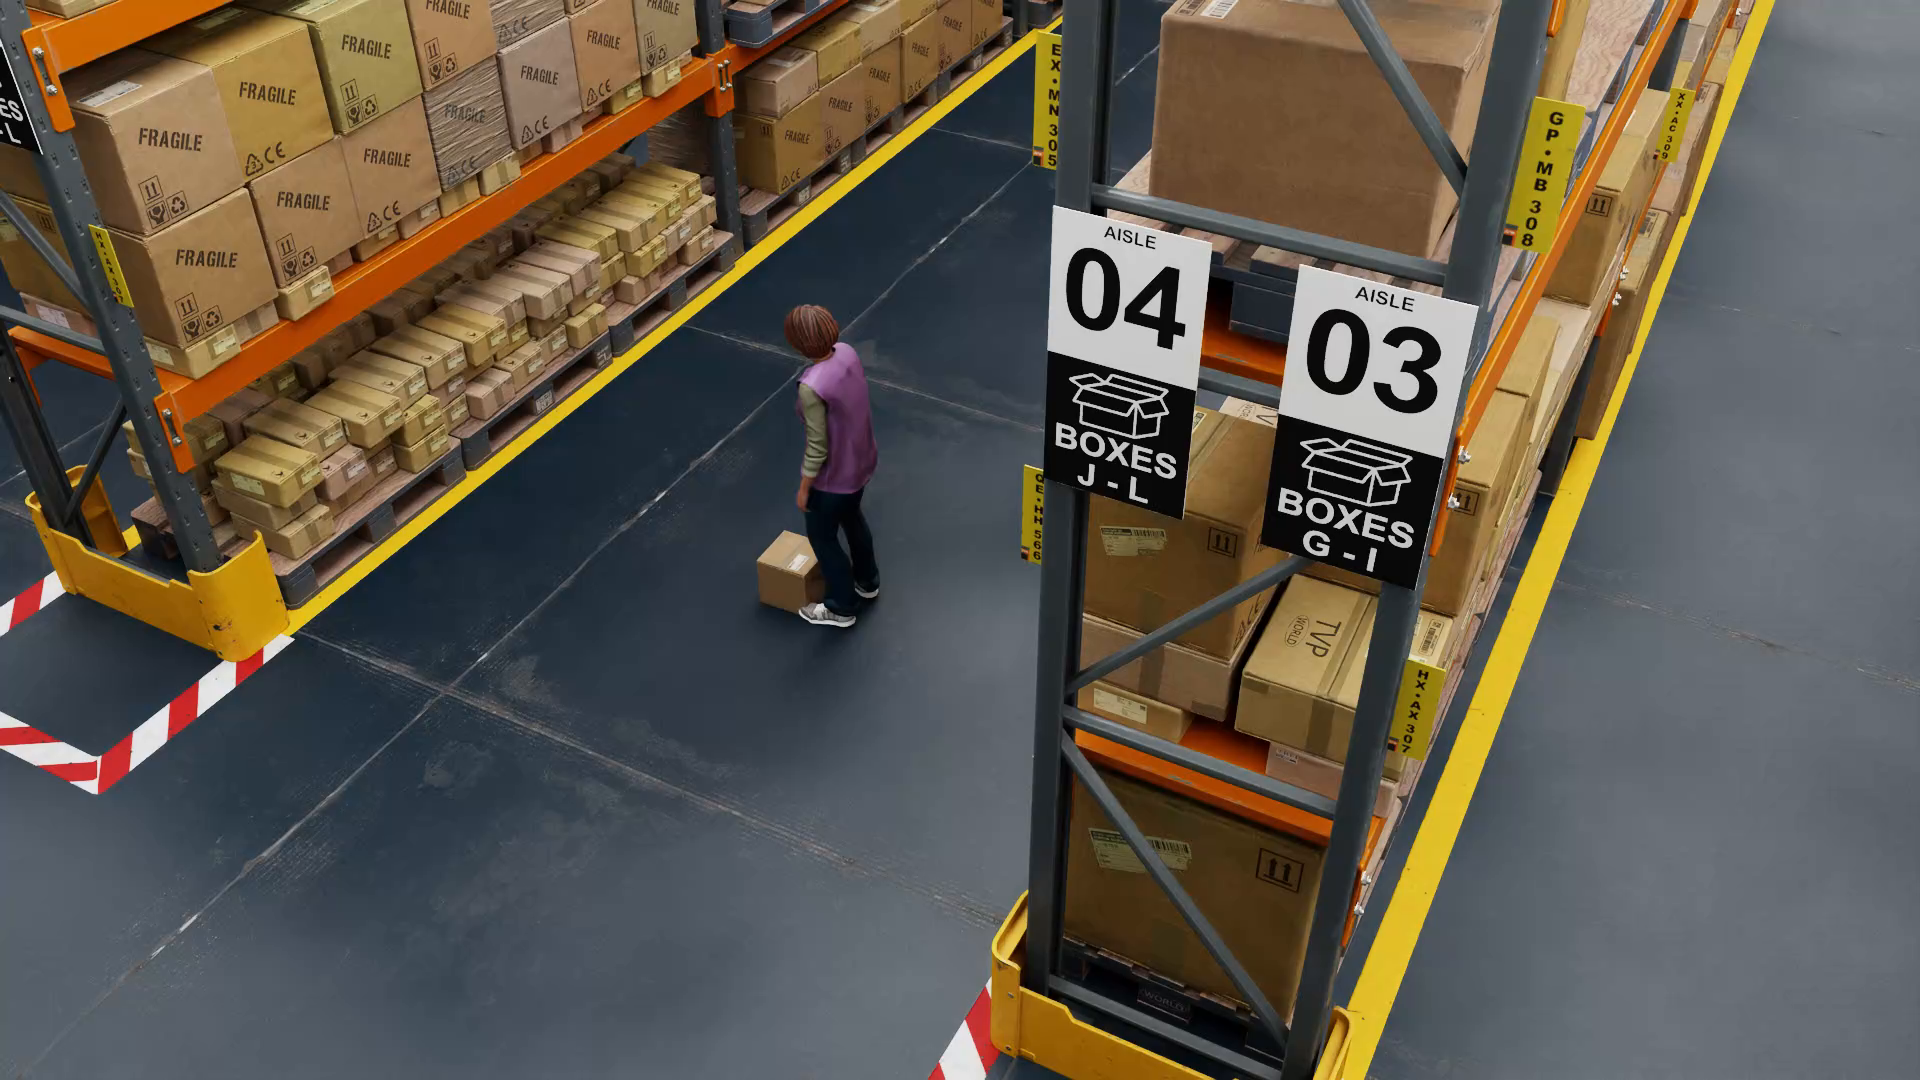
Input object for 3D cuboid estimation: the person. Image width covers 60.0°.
[{"bbox_3d":[-0.536,-0.305,7.138,0.340,1.594,0.483,16,41,19],"label":"person"}]
